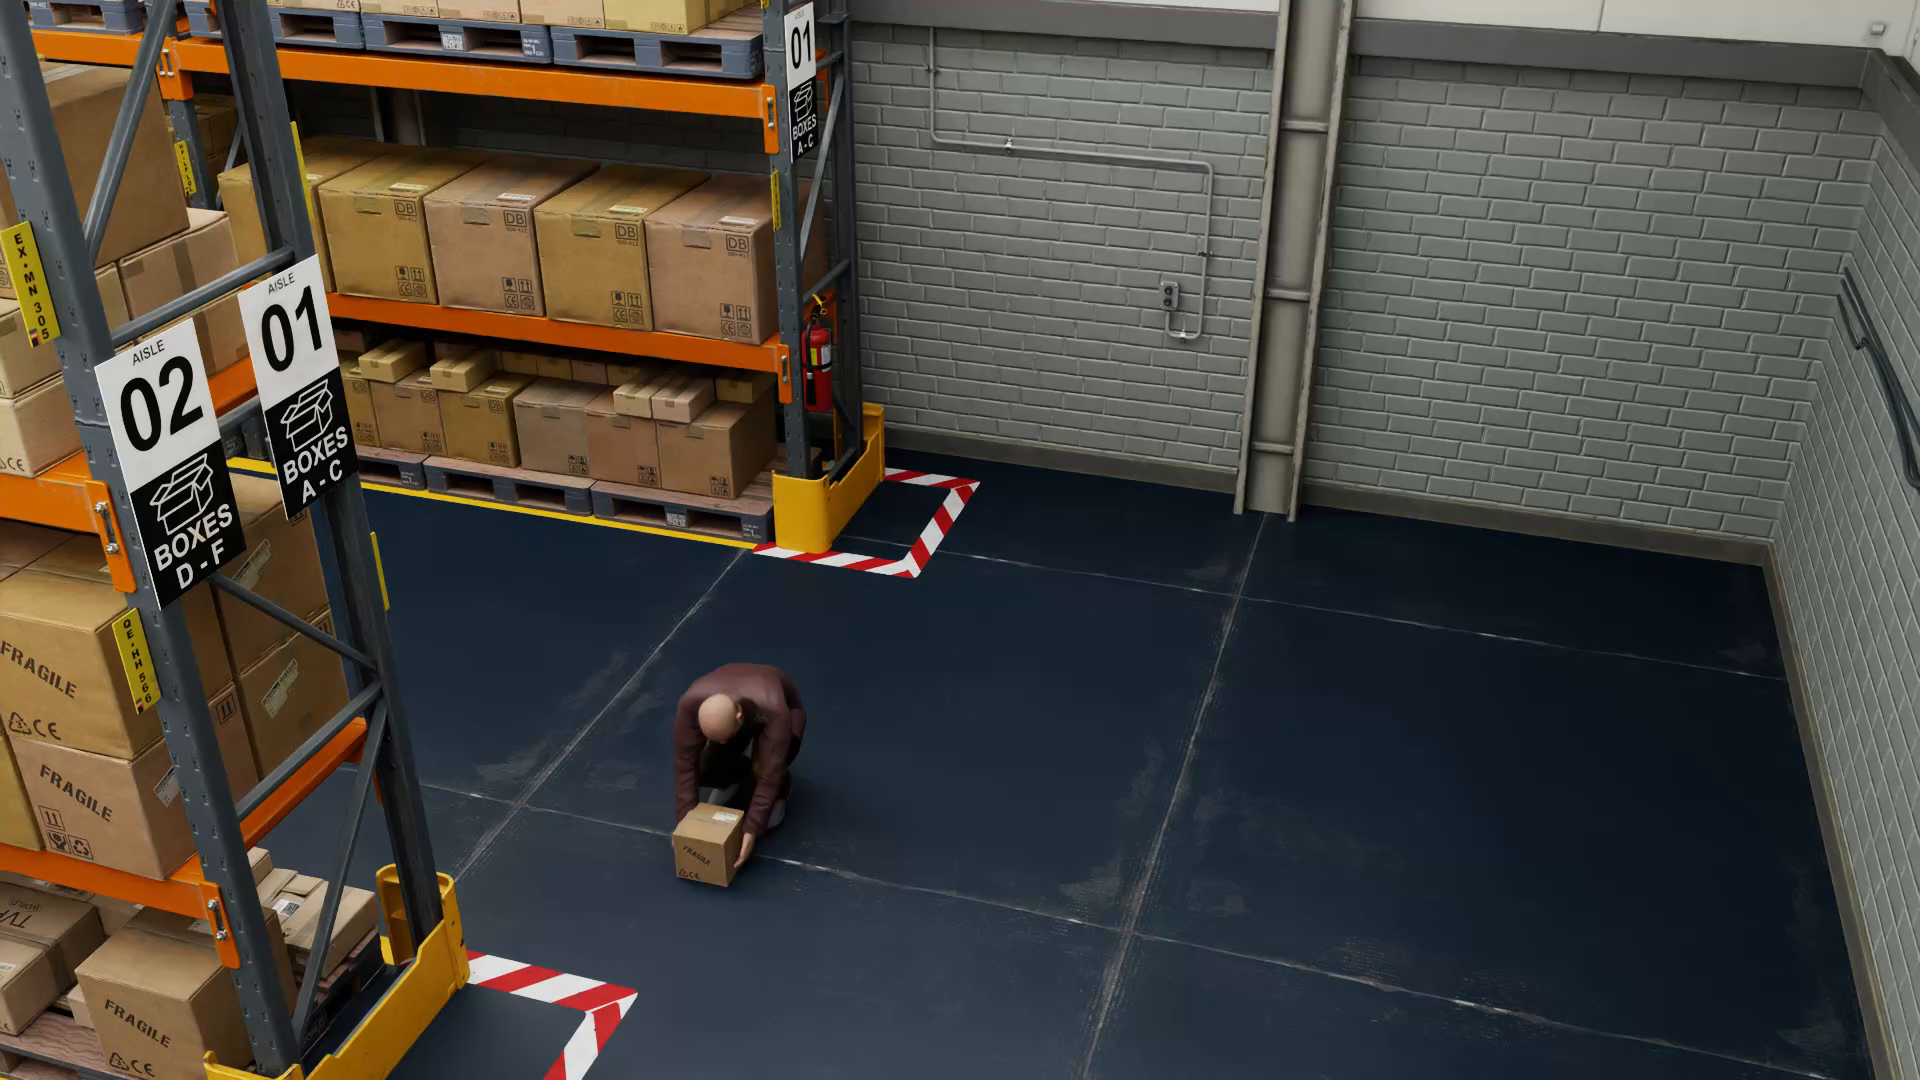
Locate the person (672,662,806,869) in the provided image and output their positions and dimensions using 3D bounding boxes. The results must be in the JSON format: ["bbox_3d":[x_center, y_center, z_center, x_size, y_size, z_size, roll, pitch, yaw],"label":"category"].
[{"bbox_3d":[-1.020,0.932,7.743,0.606,0.906,0.906,8,30,15],"label":"person"}]
